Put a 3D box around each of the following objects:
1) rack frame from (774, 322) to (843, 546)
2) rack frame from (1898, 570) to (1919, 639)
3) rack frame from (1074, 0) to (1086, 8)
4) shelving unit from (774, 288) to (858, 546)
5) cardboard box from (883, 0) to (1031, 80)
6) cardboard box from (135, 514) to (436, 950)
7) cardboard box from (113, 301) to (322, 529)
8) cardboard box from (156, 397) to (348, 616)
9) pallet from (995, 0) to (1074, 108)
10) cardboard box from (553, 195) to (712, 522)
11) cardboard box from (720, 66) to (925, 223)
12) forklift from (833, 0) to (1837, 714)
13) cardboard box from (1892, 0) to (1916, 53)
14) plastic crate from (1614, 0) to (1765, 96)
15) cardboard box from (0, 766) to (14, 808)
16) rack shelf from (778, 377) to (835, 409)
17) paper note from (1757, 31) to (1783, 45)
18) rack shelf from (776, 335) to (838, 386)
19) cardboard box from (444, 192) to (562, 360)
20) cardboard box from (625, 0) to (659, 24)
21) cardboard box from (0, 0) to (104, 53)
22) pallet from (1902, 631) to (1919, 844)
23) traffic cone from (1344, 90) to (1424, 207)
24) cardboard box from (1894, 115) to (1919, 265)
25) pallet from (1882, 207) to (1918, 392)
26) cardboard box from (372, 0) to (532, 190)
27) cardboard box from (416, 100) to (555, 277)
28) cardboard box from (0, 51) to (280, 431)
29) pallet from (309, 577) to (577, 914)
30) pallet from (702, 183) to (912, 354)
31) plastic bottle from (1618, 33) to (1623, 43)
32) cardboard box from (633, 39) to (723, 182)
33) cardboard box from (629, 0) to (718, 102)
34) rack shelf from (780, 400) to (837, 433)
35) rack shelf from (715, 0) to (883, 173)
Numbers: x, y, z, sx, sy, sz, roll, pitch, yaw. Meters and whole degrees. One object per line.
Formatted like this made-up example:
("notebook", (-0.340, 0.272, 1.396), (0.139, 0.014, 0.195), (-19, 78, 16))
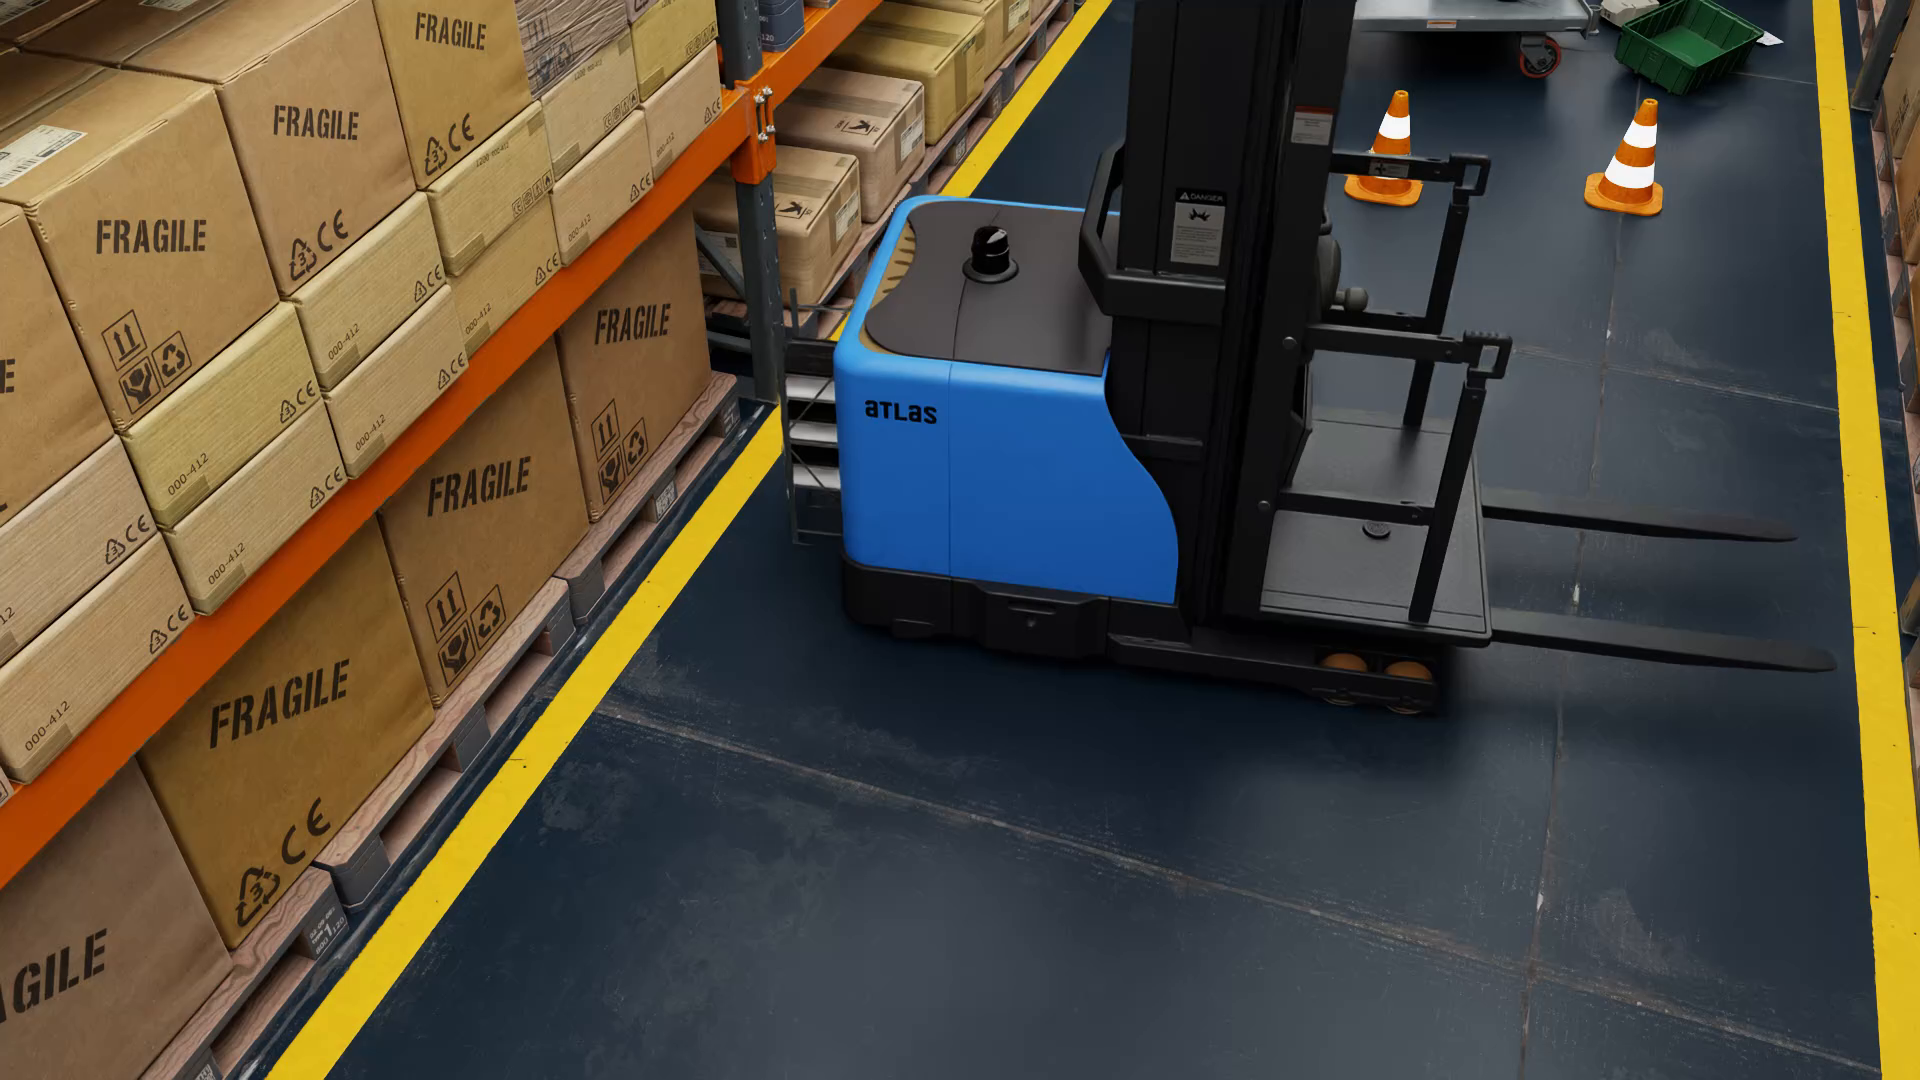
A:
("rack frame", (-0.458, -0.318, 5.429), (0.240, 0.900, 0.006), (6, 41, 7))
("rack frame", (3.538, -0.758, 4.328), (1.000, 3.000, 0.127), (13, 42, 15))
("rack frame", (0.220, -4.235, 8.403), (1.000, 3.000, 0.127), (13, 42, 15))
("shelving unit", (-0.442, -0.383, 5.506), (0.258, 0.900, 0.210), (6, 41, 7))
("cardboard box", (-0.200, -2.635, 8.229), (0.950, 0.372, 0.625), (16, 43, 18))
("cardboard box", (-2.077, 0.344, 4.349), (0.875, 0.875, 0.875), (14, 43, 16))
("cardboard box", (-1.751, -0.321, 3.545), (0.500, 0.250, 0.500), (14, 42, 16))
("cardboard box", (-1.751, -0.133, 3.711), (0.500, 0.250, 0.500), (13, 42, 15))
("pallet", (-0.045, -2.699, 8.751), (1.003, 0.211, 1.213), (13, 42, 15))
("cardboard box", (-1.462, -0.744, 5.624), (0.875, 0.875, 0.875), (13, 42, 15))
("cardboard box", (-0.700, -1.750, 7.191), (0.950, 0.372, 0.625), (13, 42, 14))
("forklift", (1.188, -0.955, 4.611), (3.031, 2.935, 1.130), (7, 41, 8))
("cardboard box", (5.187, -2.917, 8.172), (0.875, 0.875, 0.875), (14, 42, 16))
("plastic crate", (3.735, -2.547, 8.546), (0.662, 0.188, 0.450), (-29, 58, -29))
("cardboard box", (-2.117, 0.492, 2.978), (0.500, 0.250, 0.500), (12, 42, 14))
("rack shelf", (-0.442, -0.495, 5.410), (0.258, 0.077, 0.200), (6, 41, 7))
("paper note", (4.285, -2.680, 8.867), (0.147, 0.020, 0.142), (-13, 42, -15))
("rack shelf", (-0.442, -0.563, 5.352), (0.258, 0.077, 0.200), (6, 41, 7))
("cardboard box", (-1.424, -0.754, 4.438), (0.500, 0.250, 0.500), (13, 42, 15))
("cardboard box", (-1.079, -1.840, 4.749), (0.500, 0.500, 0.500), (12, 42, 14))
("cardboard box", (-2.074, -1.043, 3.814), (0.500, 0.500, 0.500), (14, 42, 16))
("pallet", (3.270, 0.779, 4.674), (1.003, 0.211, 1.213), (13, 42, 15))
("traffic cone", (1.952, -1.804, 7.508), (0.336, 0.463, 0.334), (13, 42, 15))
("cardboard box", (4.445, -1.516, 6.625), (1.050, 0.750, 0.750), (13, 42, 15))
("pallet", (4.298, -0.903, 6.646), (1.003, 0.211, 1.213), (13, 42, 15))
("cardboard box", (-1.423, -1.224, 4.026), (0.500, 0.500, 0.500), (13, 42, 15))
("cardboard box", (-1.402, -0.946, 4.278), (0.500, 0.250, 0.500), (12, 42, 14))
("cardboard box", (-1.773, -0.600, 3.295), (0.500, 0.500, 0.500), (12, 42, 14))
("pallet", (-1.907, 0.471, 5.035), (1.003, 0.211, 1.213), (13, 42, 15))
("pallet", (-0.879, -1.211, 7.006), (1.003, 0.211, 1.213), (13, 42, 15))
("plastic bottle", (3.583, -2.584, 8.731), (0.133, 0.061, 0.283), (-7, 41, -8))
("cardboard box", (-1.077, -1.372, 5.163), (0.500, 0.250, 0.500), (12, 42, 14))
("cardboard box", (-1.075, -1.577, 5.017), (0.500, 0.250, 0.500), (13, 42, 15))
("rack shelf", (-0.442, -0.426, 5.469), (0.258, 0.077, 0.200), (6, 41, 7))
("rack shelf", (-0.464, -2.741, 7.206), (1.077, 0.370, 4.000), (13, 42, 15))
